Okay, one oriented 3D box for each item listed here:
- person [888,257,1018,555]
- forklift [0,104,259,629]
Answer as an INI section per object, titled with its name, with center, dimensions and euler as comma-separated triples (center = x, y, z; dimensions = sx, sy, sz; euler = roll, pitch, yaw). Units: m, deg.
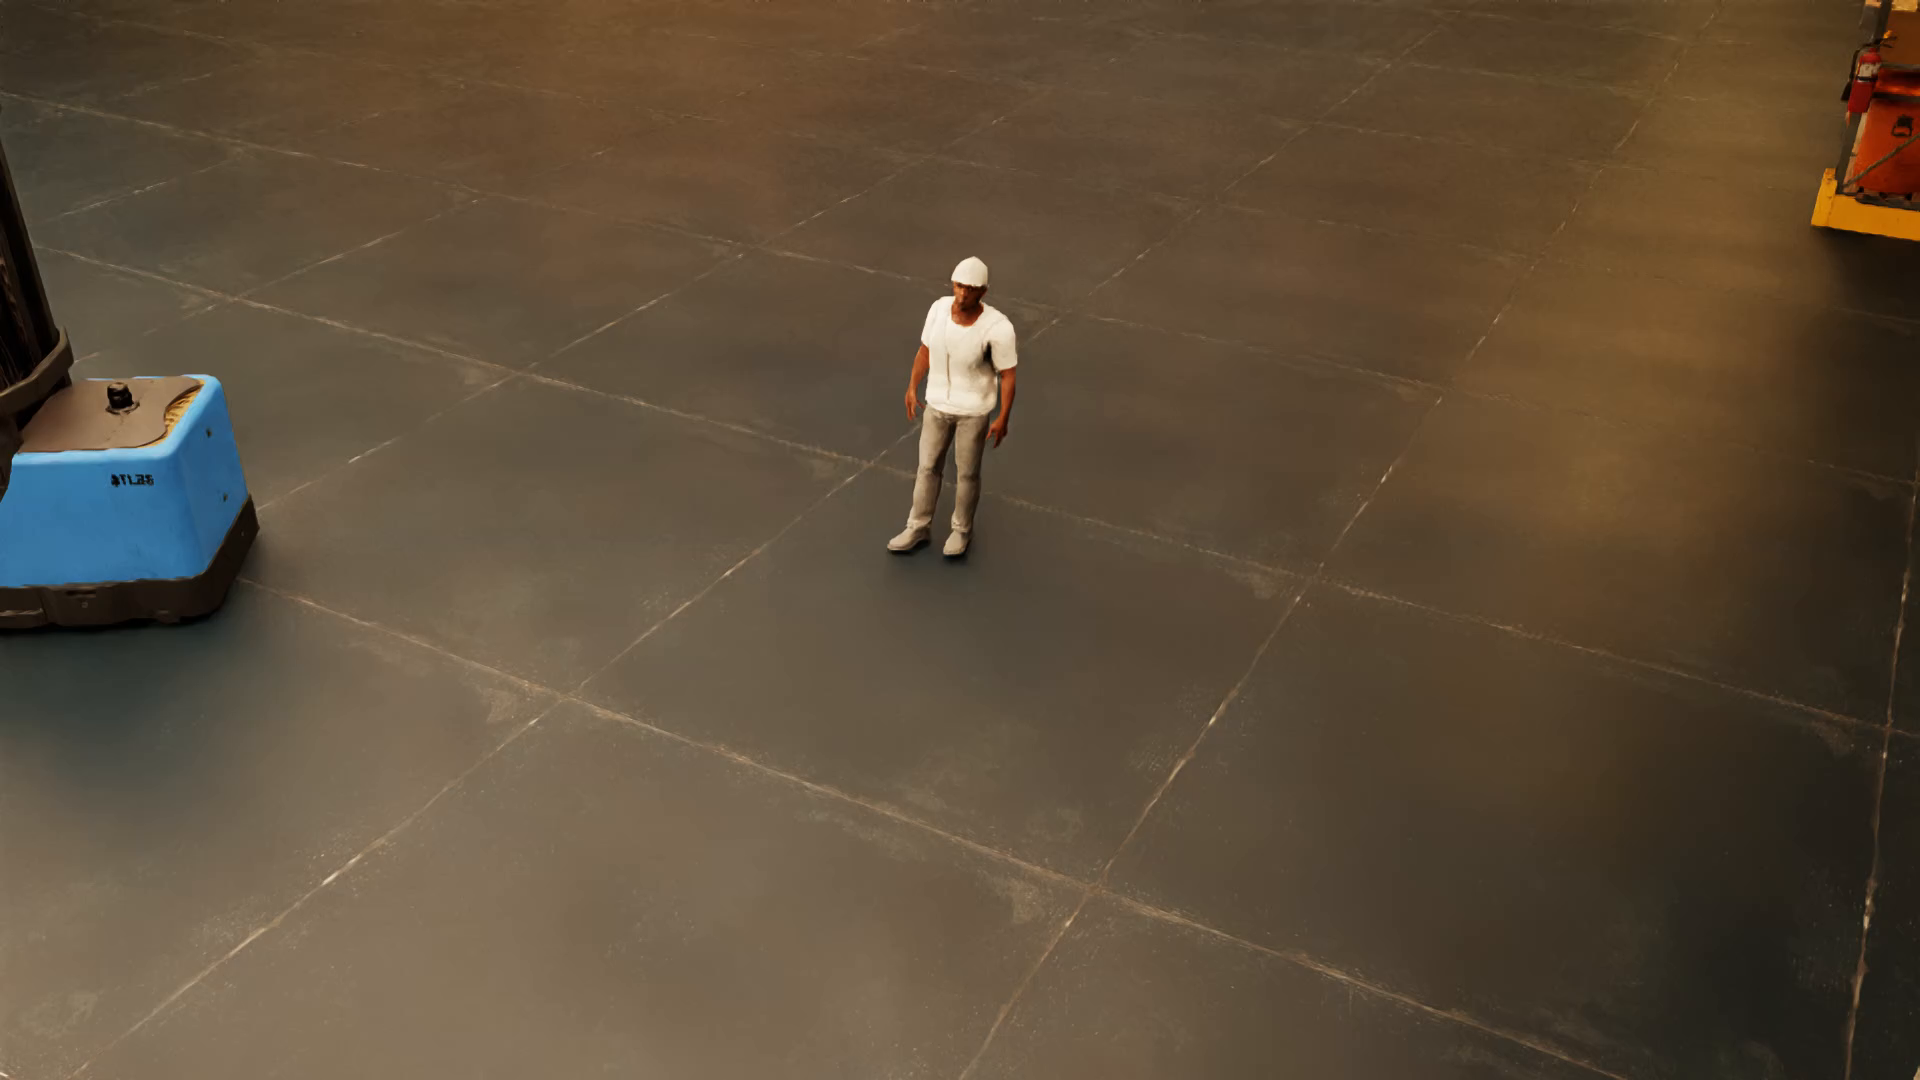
[person]
center = -0.038, -0.742, 9.507
dimensions = 0.665, 1.766, 0.576
euler = 15, 33, 25
[forklift]
center = -5.665, -0.979, 8.768
dimensions = 3.031, 2.935, 1.130
euler = -3, 30, -5
